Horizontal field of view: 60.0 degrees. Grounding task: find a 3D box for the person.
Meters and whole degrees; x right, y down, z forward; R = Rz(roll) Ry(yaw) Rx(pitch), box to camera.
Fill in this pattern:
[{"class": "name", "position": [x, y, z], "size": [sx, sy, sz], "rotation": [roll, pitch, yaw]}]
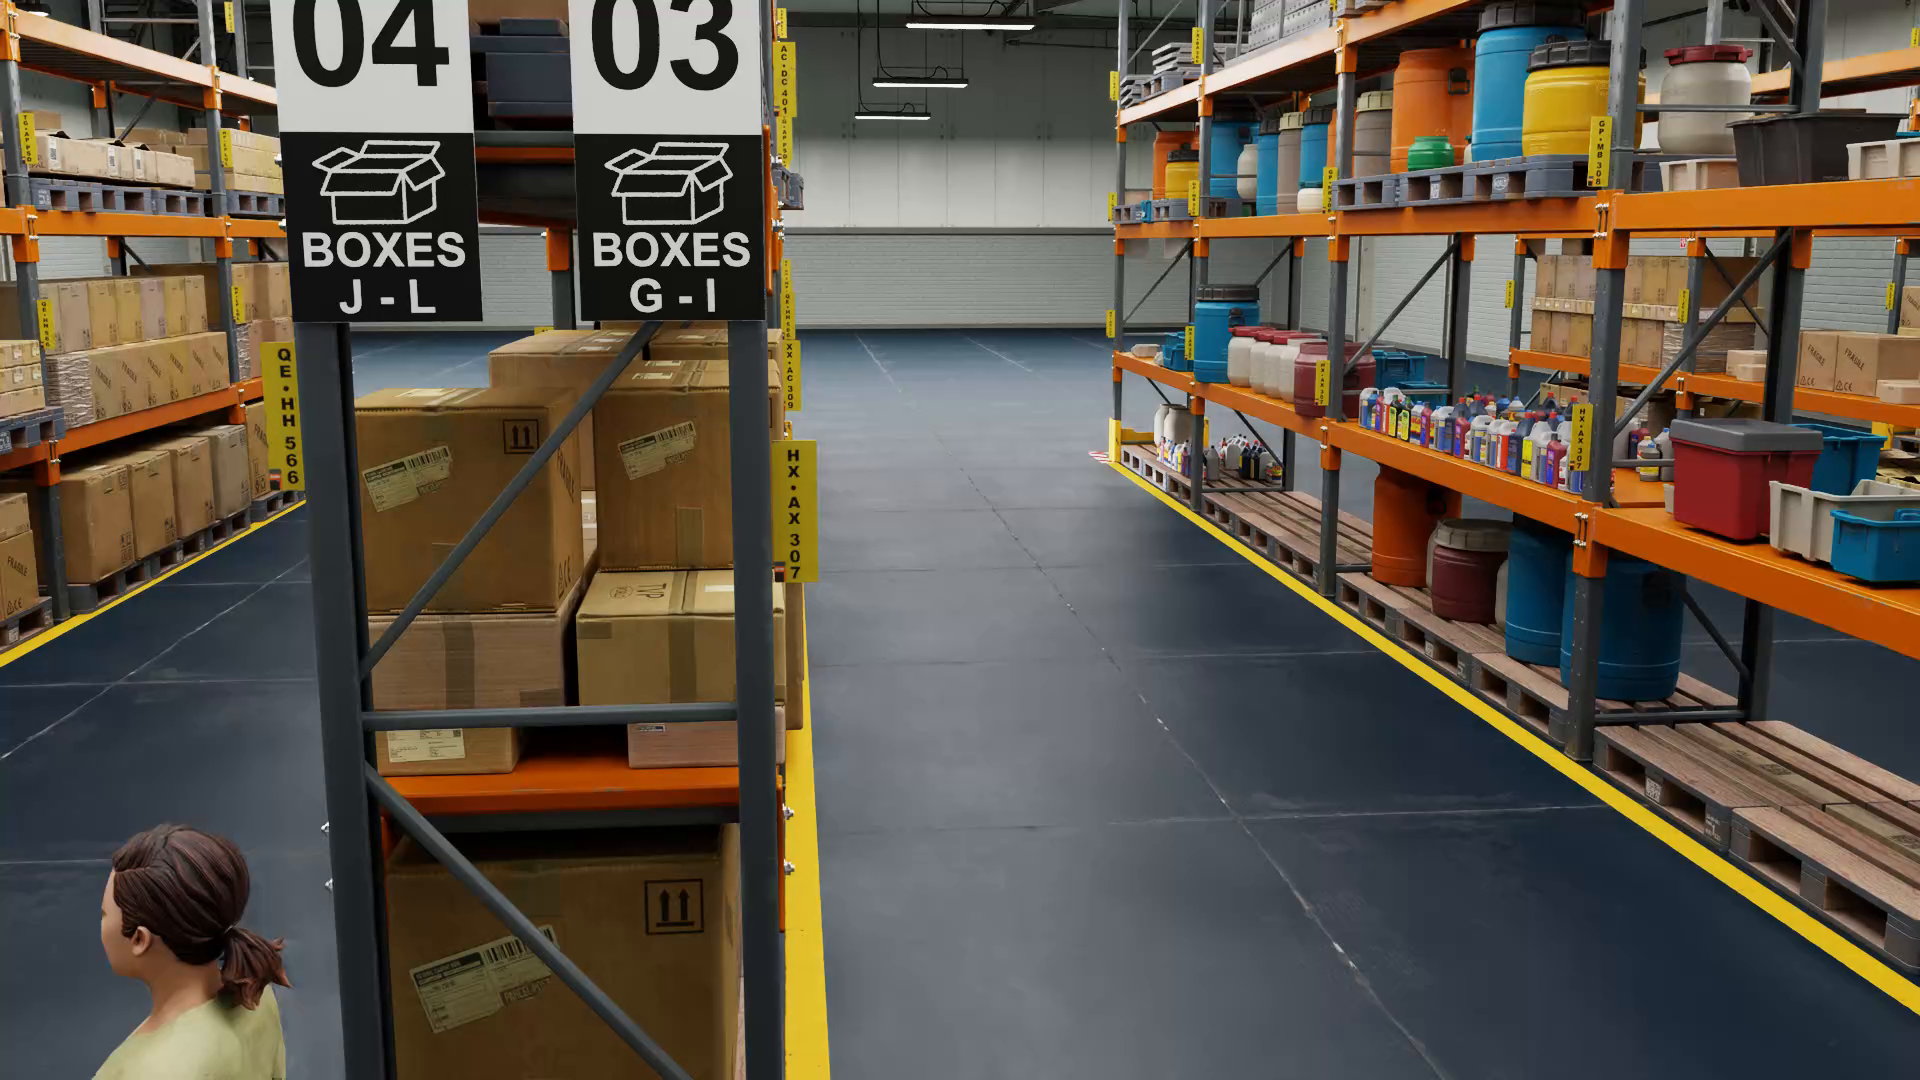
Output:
[{"class": "person", "position": [-1.203, 1.264, 2.665], "size": [0.586, 1.656, 0.489], "rotation": [-1, 10, -6]}]
